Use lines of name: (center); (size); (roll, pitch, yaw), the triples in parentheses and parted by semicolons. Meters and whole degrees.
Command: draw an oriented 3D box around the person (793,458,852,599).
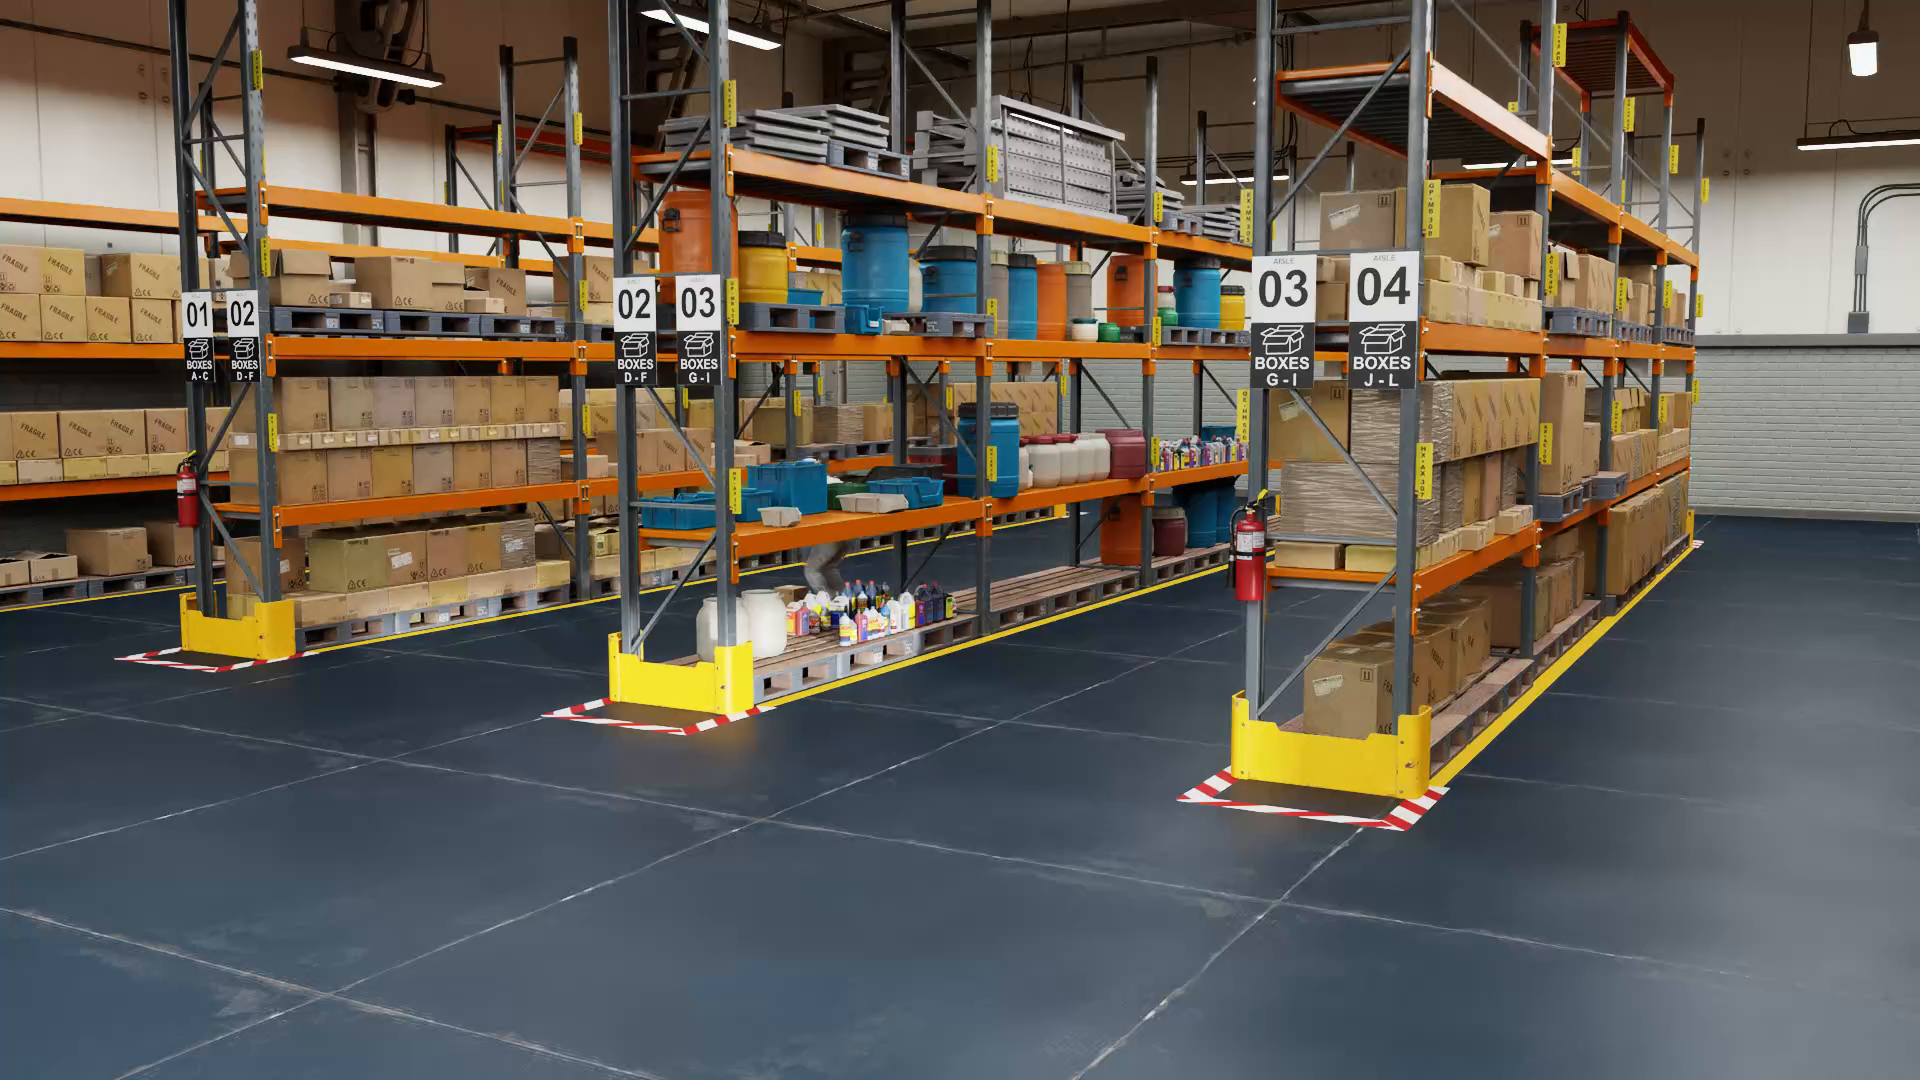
person: (-1.400, -0.030, 17.100); (0.599, 1.608, 0.616); (3, 7, 29)
